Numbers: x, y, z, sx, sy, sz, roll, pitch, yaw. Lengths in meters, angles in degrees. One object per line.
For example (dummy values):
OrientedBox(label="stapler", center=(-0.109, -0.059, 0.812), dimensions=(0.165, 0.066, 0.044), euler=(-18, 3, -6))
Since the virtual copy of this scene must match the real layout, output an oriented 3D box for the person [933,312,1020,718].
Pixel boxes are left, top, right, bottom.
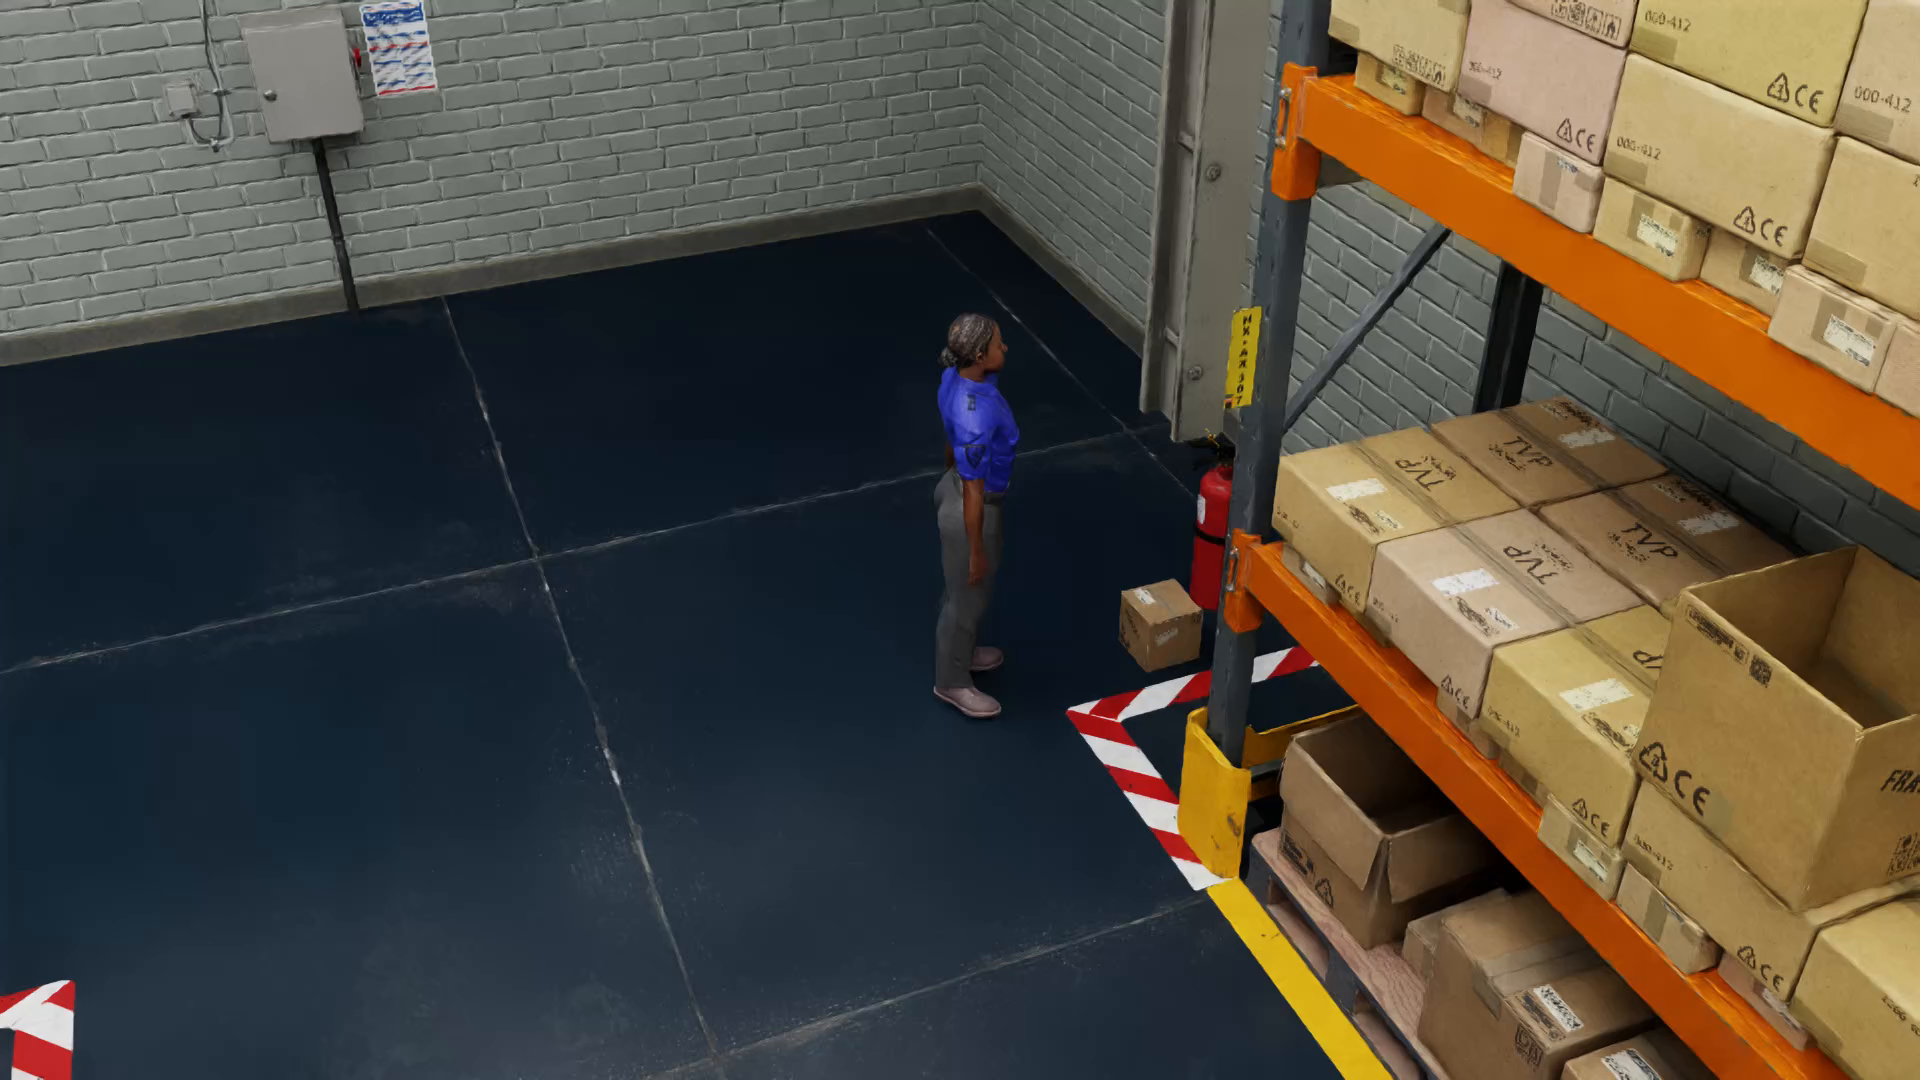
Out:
OrientedBox(label="person", center=(0.049, -0.102, 6.264), dimensions=(0.323, 1.658, 0.550), euler=(-3, 34, -5))
